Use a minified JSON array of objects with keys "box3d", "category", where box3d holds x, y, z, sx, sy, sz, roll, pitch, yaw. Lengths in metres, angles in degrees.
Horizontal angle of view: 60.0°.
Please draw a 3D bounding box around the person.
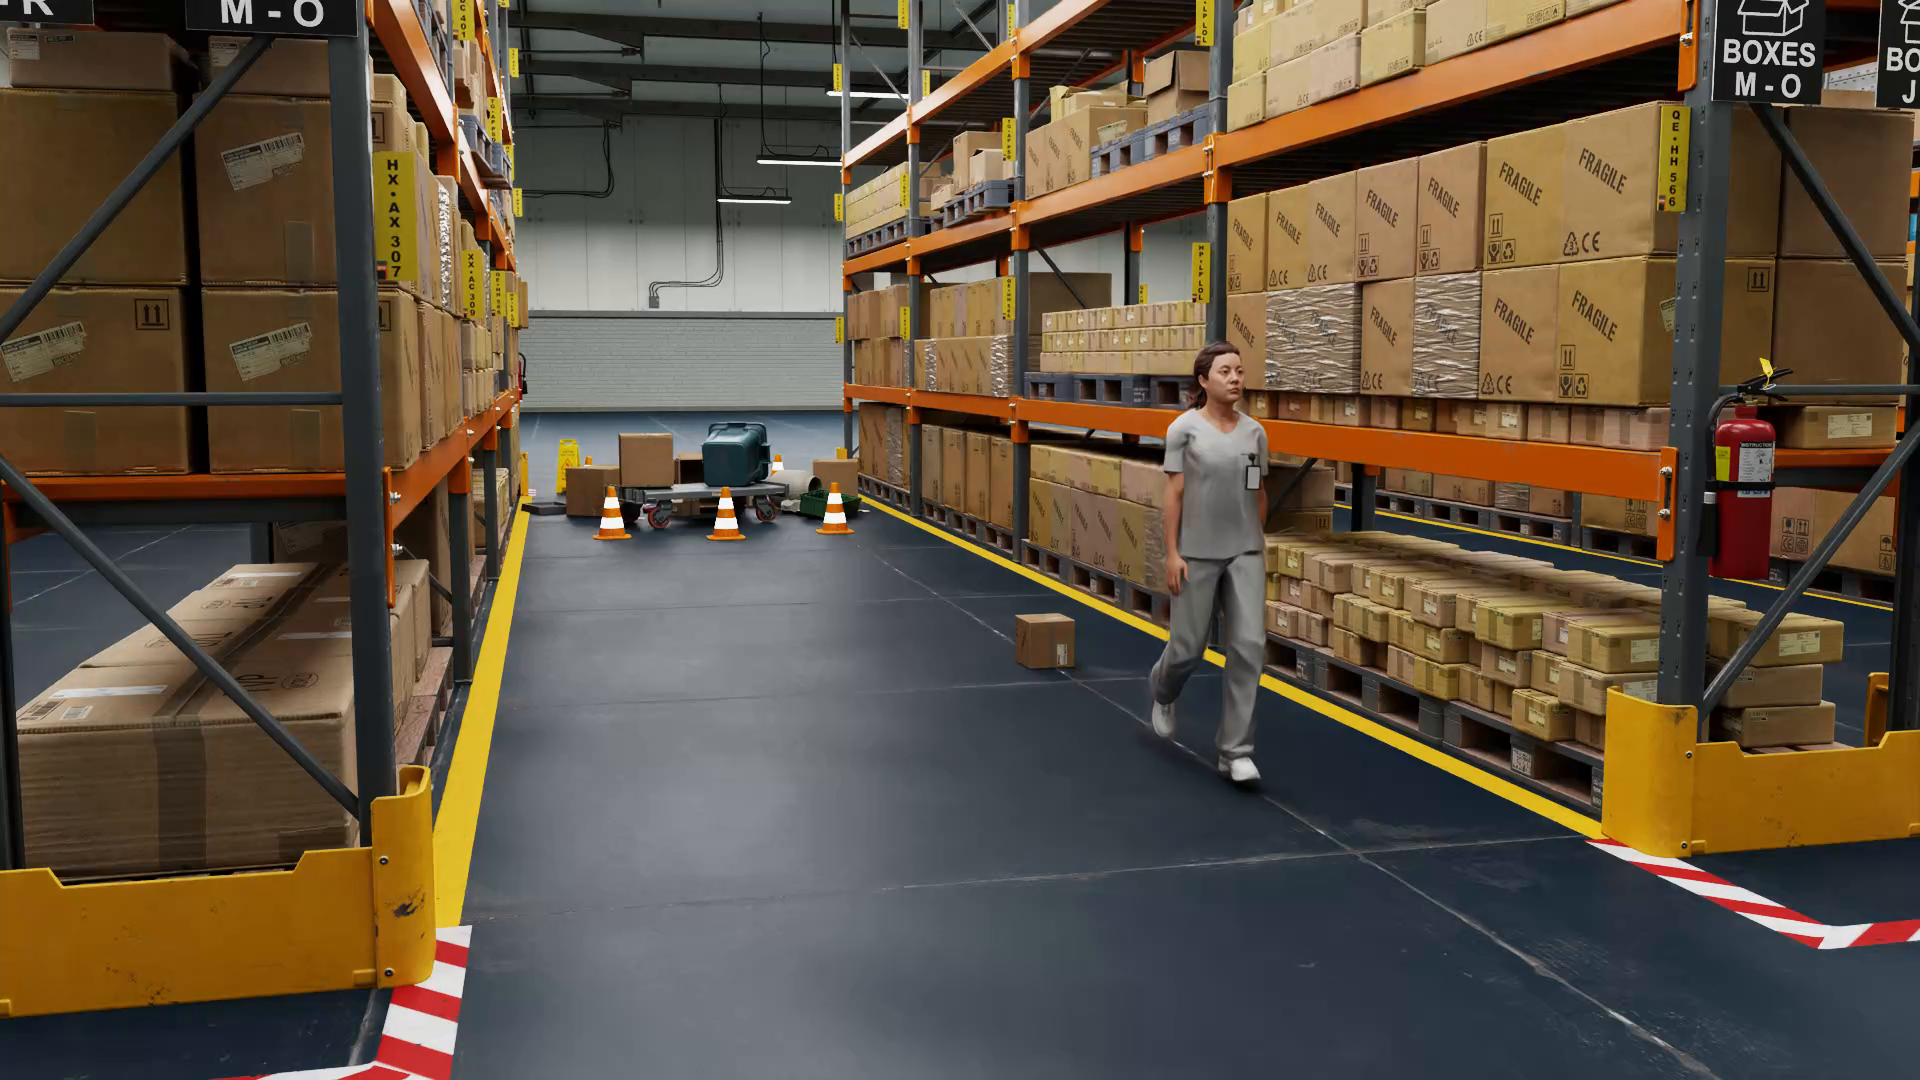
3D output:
[{"box3d":[0.983,0.059,6.446,0.441,1.645,0.763,-1,6,-10],"category":"person"}]
